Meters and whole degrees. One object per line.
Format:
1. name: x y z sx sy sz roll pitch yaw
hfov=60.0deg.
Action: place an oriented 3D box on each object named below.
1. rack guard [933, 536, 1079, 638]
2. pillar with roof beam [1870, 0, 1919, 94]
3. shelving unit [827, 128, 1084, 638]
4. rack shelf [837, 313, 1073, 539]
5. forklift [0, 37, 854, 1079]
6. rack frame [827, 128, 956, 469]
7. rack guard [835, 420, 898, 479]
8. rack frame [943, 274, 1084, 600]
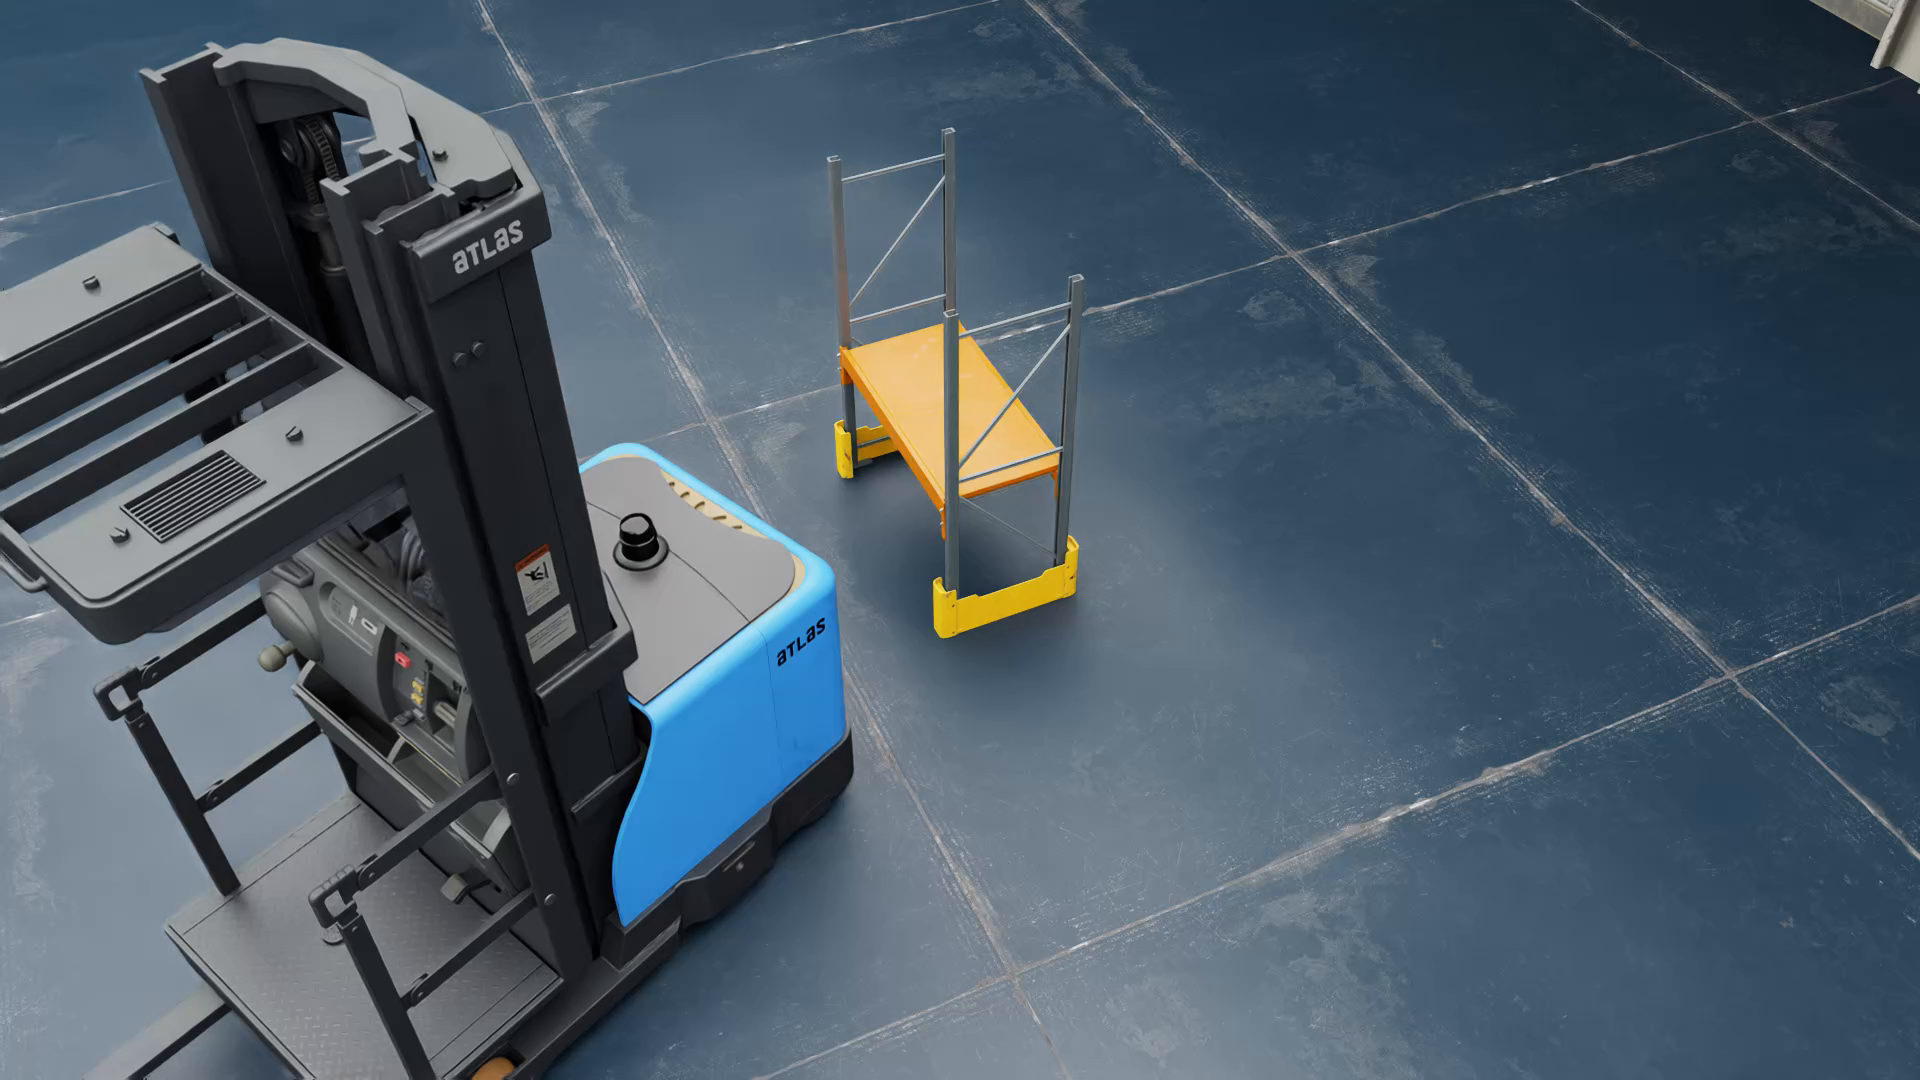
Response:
1. rack guard: 0.177 0.180 6.390 0.587 0.250 0.087 -18 47 -17
2. pillar with roof beam: 1.516 -4.570 4.975 9.100 9.000 0.400 -18 47 -17
3. shelving unit: -0.032 -0.582 6.272 0.587 1.500 1.083 -18 47 -17
4. rack shelf: -0.036 -0.460 6.405 0.538 0.185 1.000 -18 47 -17
5. forklift: -1.712 0.375 4.283 1.130 2.935 3.031 31 52 28
6. rack frame: -0.250 -0.912 6.607 0.500 1.500 0.032 -18 47 -17
7. rack guard: -0.241 -0.455 7.033 0.587 0.250 0.087 -18 47 -17
8. rack frame: 0.178 -0.264 5.950 0.500 1.500 0.032 -18 47 -17
